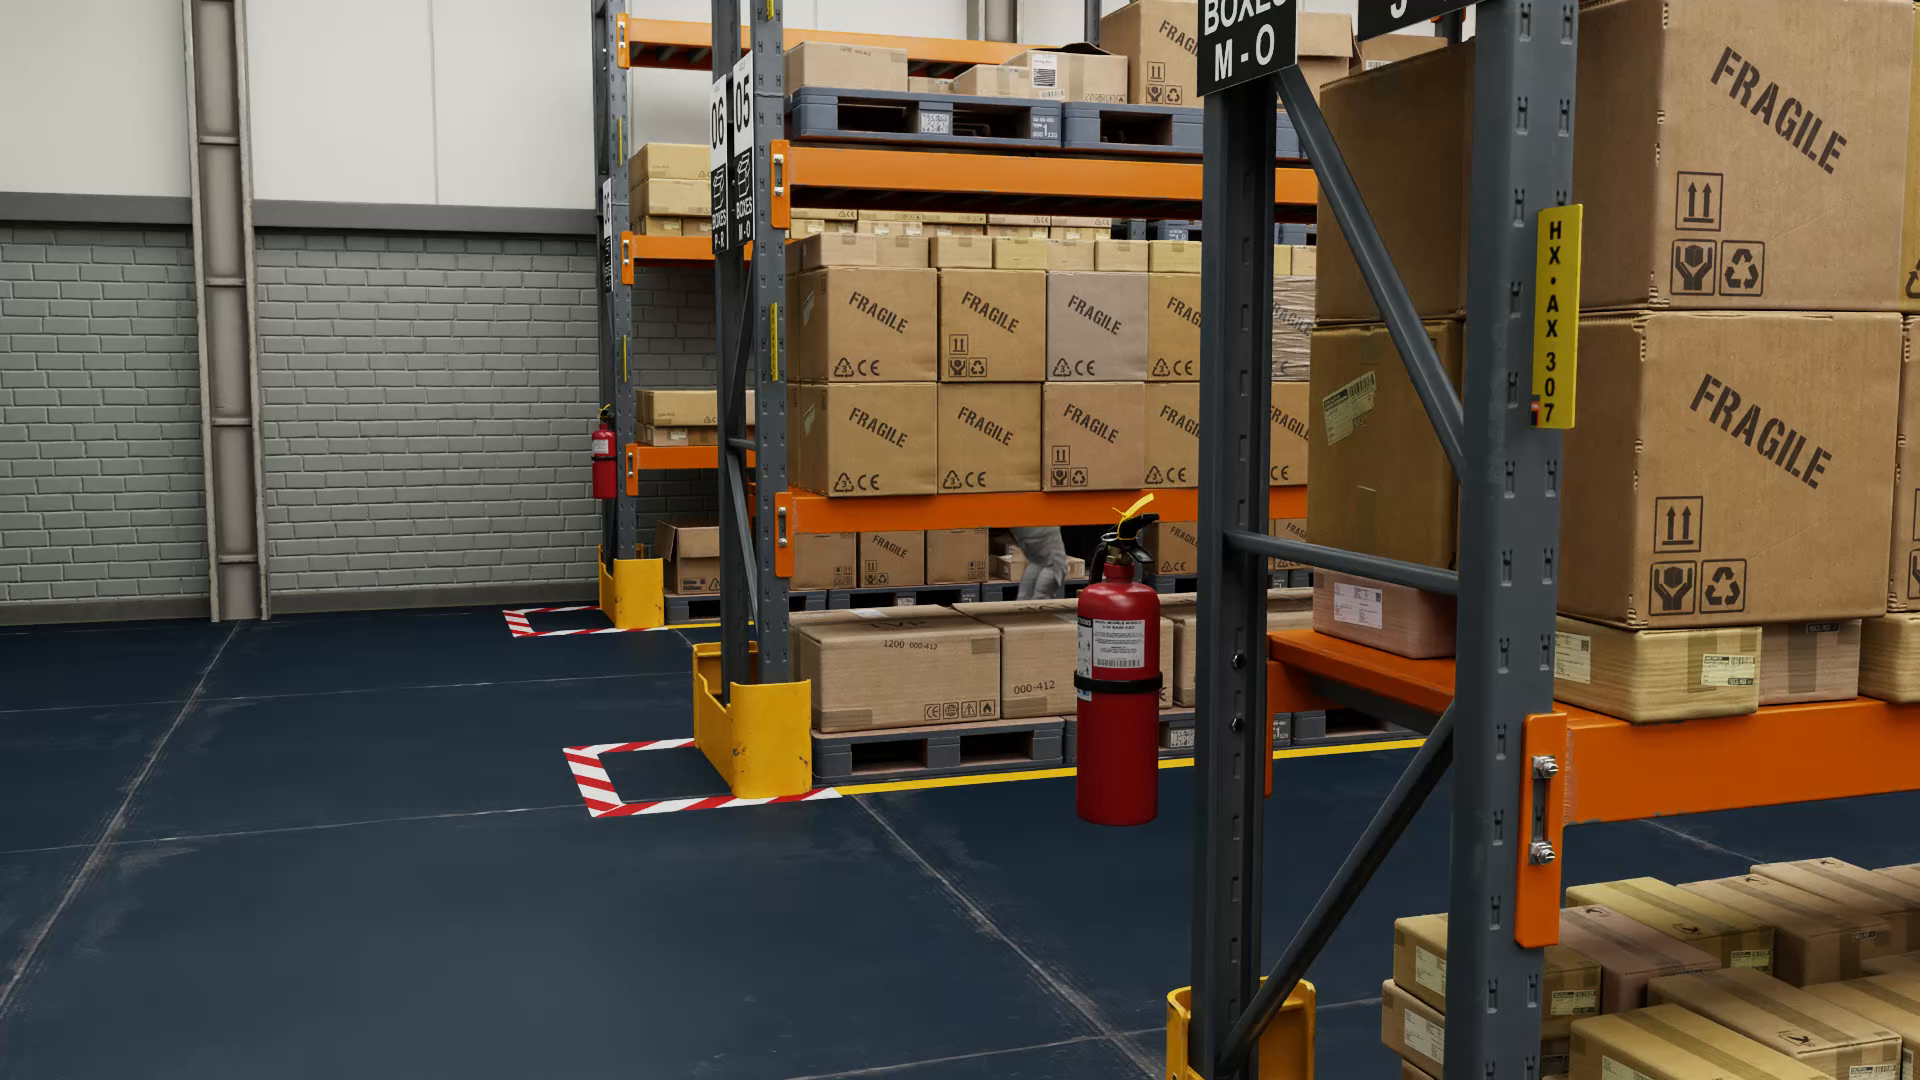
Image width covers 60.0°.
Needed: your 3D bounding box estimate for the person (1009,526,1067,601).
[{"bbox_3d":[0.558,-0.157,11.928,0.496,1.610,0.500,-2,6,-17],"label":"person"}]
